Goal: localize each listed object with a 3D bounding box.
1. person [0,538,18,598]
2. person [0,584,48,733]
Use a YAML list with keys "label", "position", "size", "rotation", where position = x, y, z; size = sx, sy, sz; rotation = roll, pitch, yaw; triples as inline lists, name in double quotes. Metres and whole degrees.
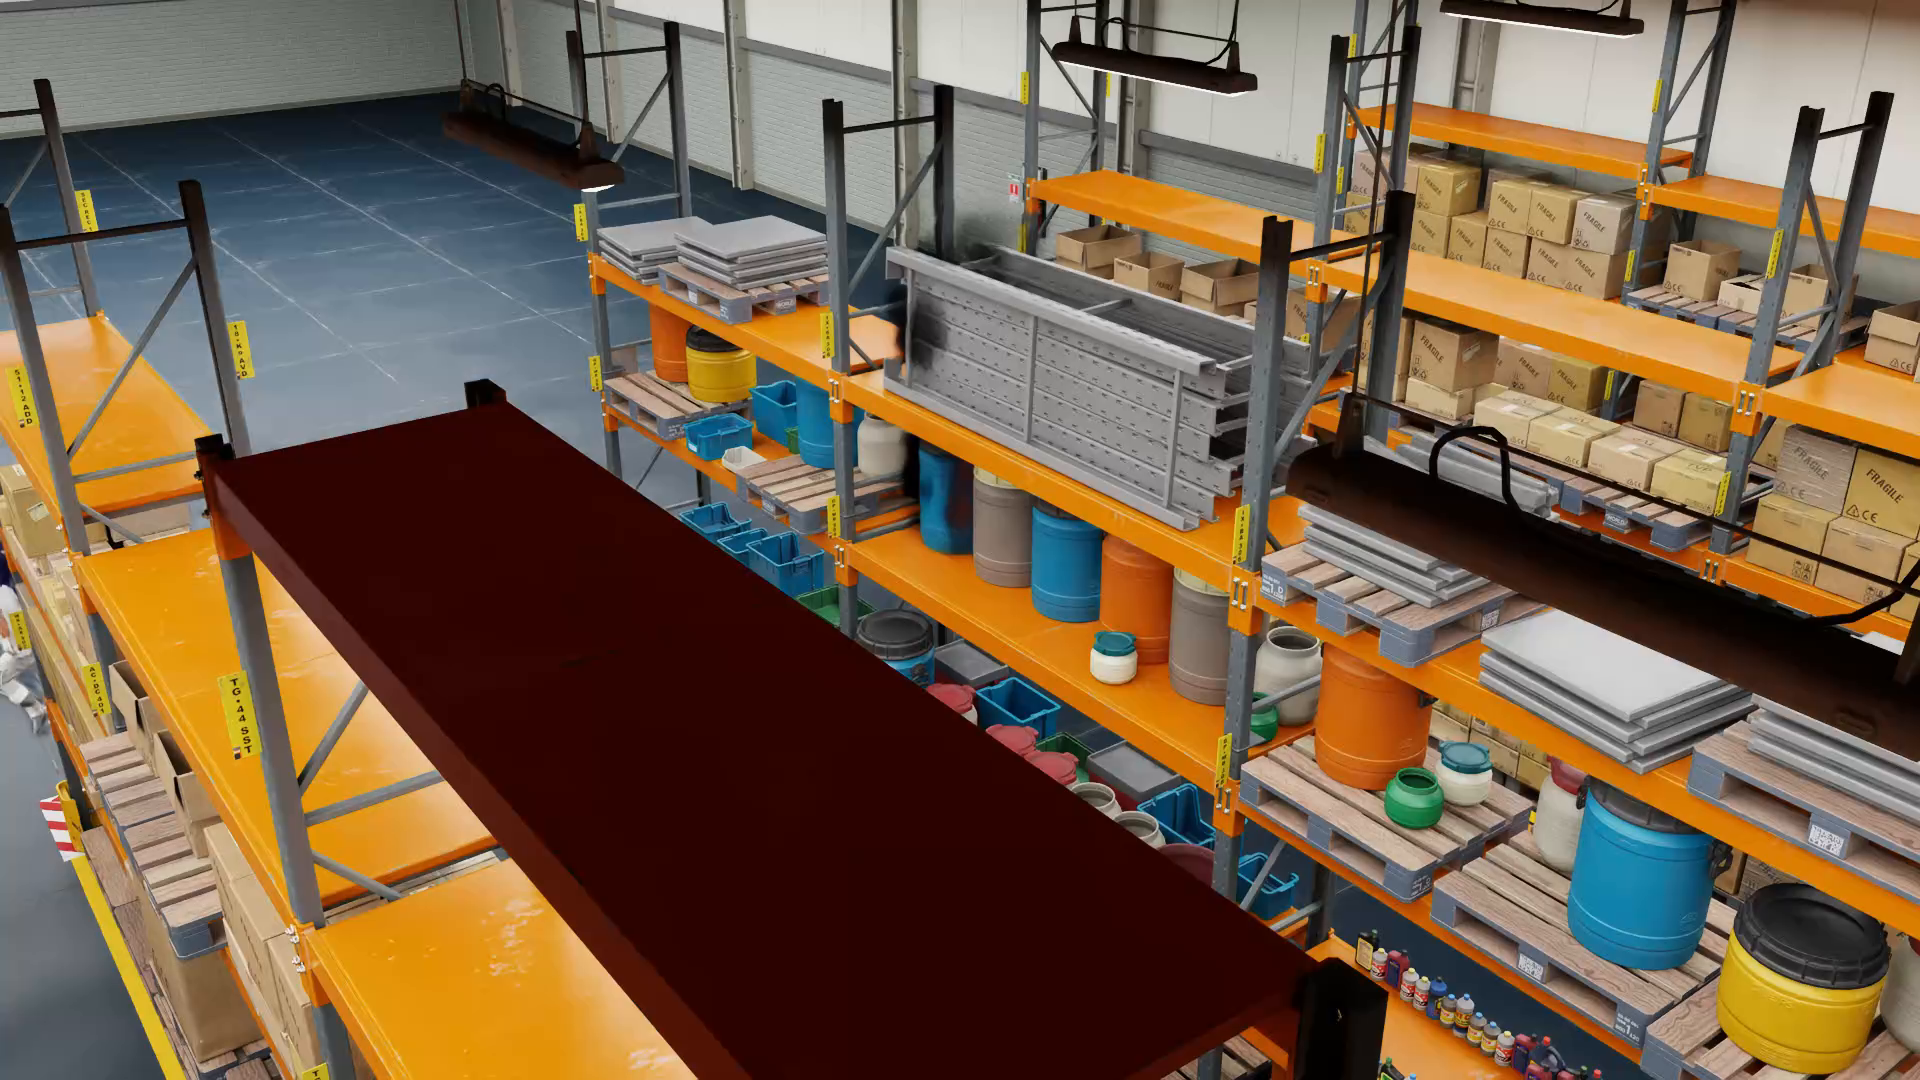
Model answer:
- label: "person"
  position: [-9.614, 0.164, 16.683]
  size: [0.807, 1.630, 0.611]
  rotation: [-3, 25, -6]
- label: "person"
  position: [-8.377, 1.018, 14.829]
  size: [0.969, 1.654, 0.701]
  rotation: [0, 25, -1]
